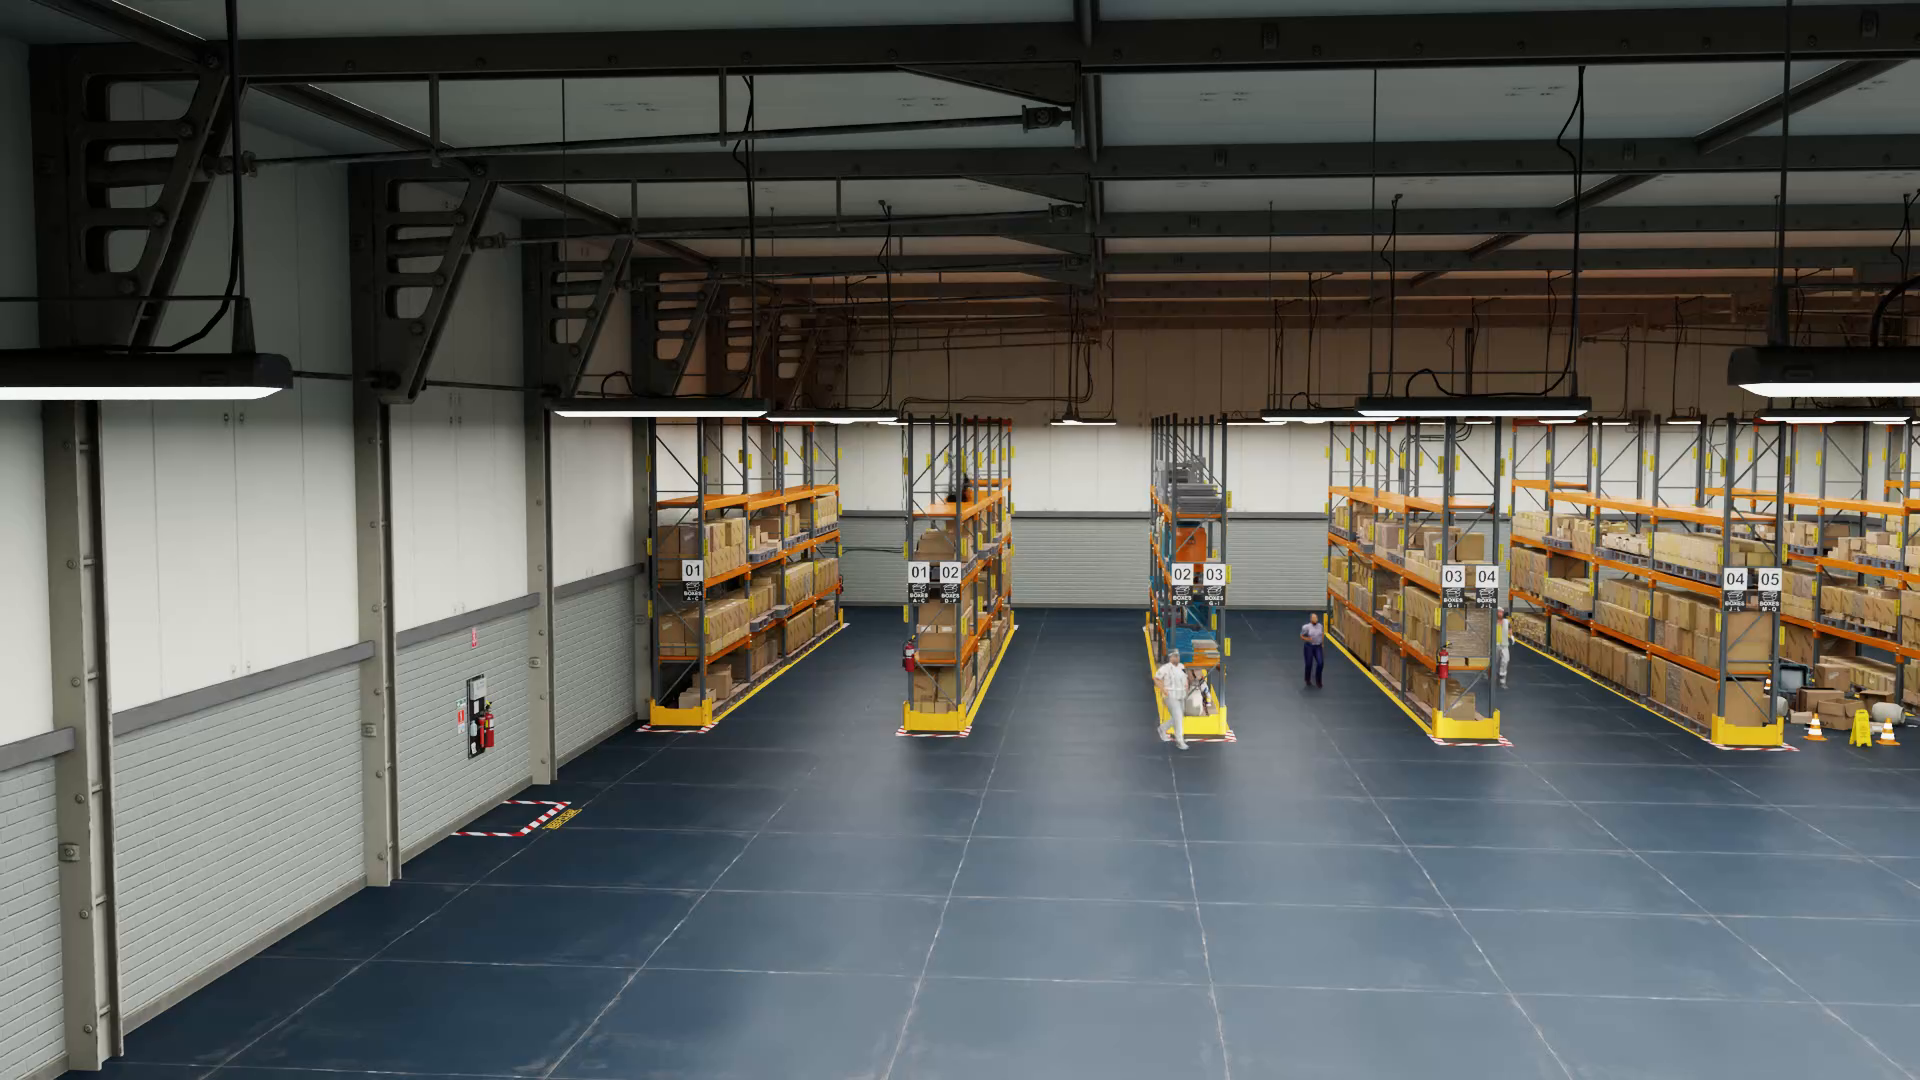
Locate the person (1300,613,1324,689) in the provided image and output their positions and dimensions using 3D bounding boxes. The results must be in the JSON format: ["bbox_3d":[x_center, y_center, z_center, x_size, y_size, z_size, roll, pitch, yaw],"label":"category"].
[{"bbox_3d":[7.791,2.454,36.715,0.592,1.699,0.725,0,4,-3],"label":"person"}]

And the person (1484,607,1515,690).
[{"bbox_3d":[11.891,2.359,36.715,0.669,1.794,0.991,0,4,1],"label":"person"}]

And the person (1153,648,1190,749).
[{"bbox_3d":[3.875,2.839,30.000,0.681,1.797,0.838,-3,5,-41],"label":"person"}]
